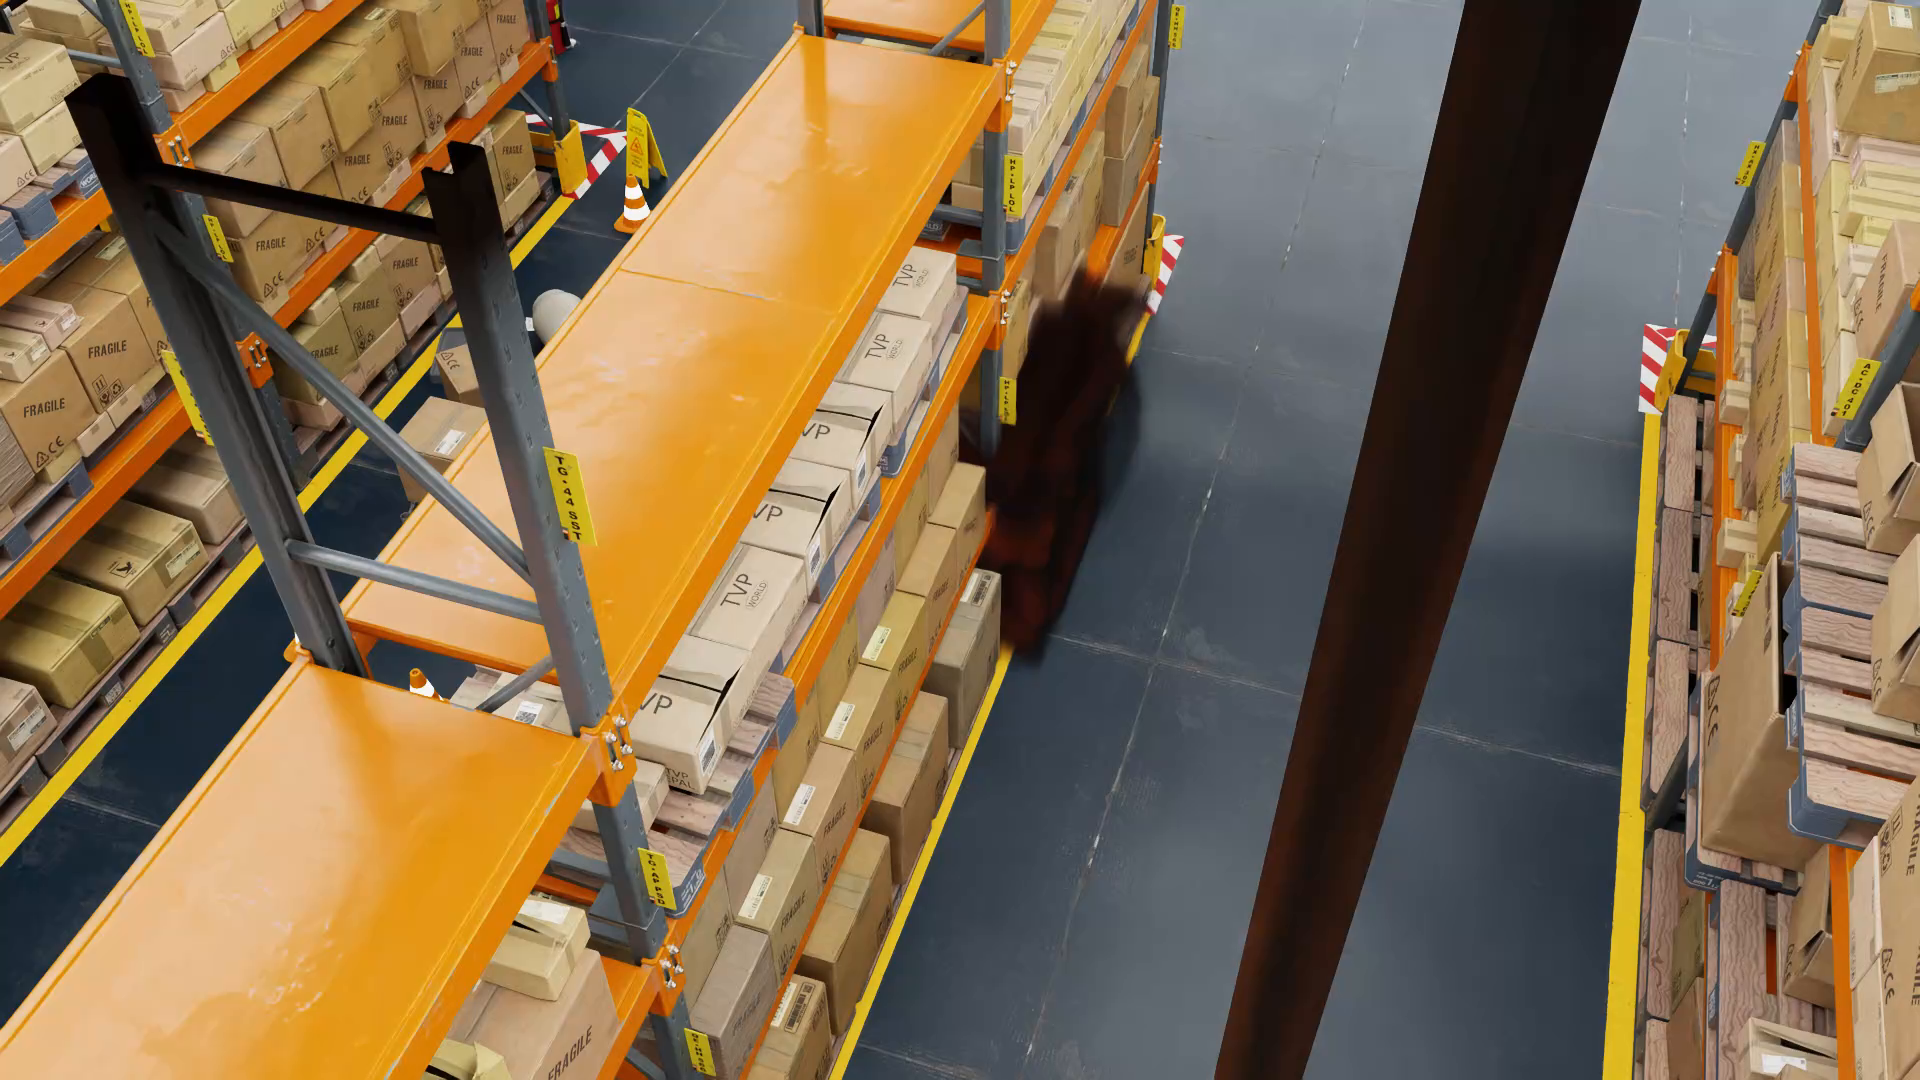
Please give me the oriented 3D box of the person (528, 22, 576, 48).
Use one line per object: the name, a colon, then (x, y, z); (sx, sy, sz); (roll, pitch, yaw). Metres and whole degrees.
person: (-3.847, -5.227, 15.092); (0.454, 1.700, 0.482); (0, 46, 0)
